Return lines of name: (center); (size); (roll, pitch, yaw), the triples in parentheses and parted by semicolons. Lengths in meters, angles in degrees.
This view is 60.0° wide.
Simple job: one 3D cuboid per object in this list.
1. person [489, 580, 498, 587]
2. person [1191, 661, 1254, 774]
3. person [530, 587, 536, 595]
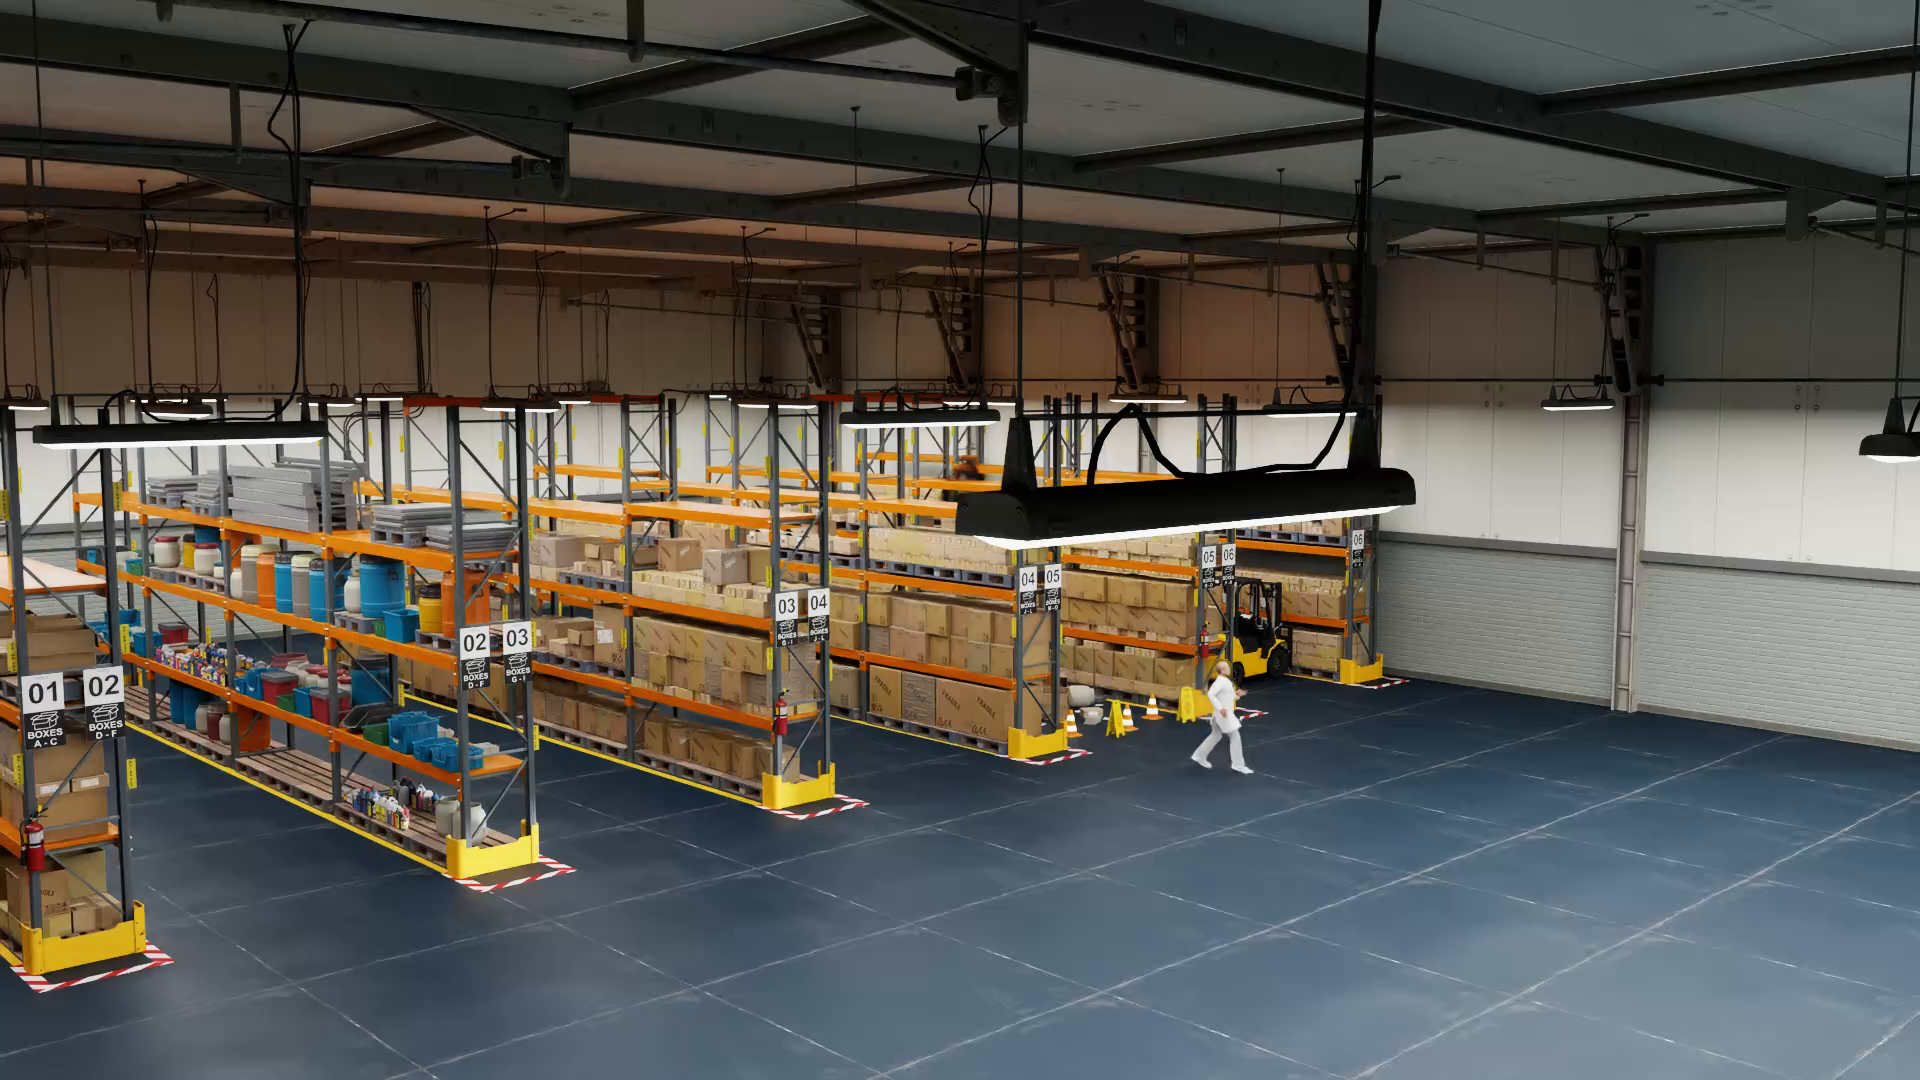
person: (-10.845, 1.746, 38.460); (0.704, 1.771, 0.839); (-1, 6, -8)
person: (4.223, 2.844, 26.699); (0.985, 1.807, 0.688); (0, 6, 1)
person: (-10.559, 1.524, 40.801); (0.919, 1.715, 0.747); (-1, 6, -11)
